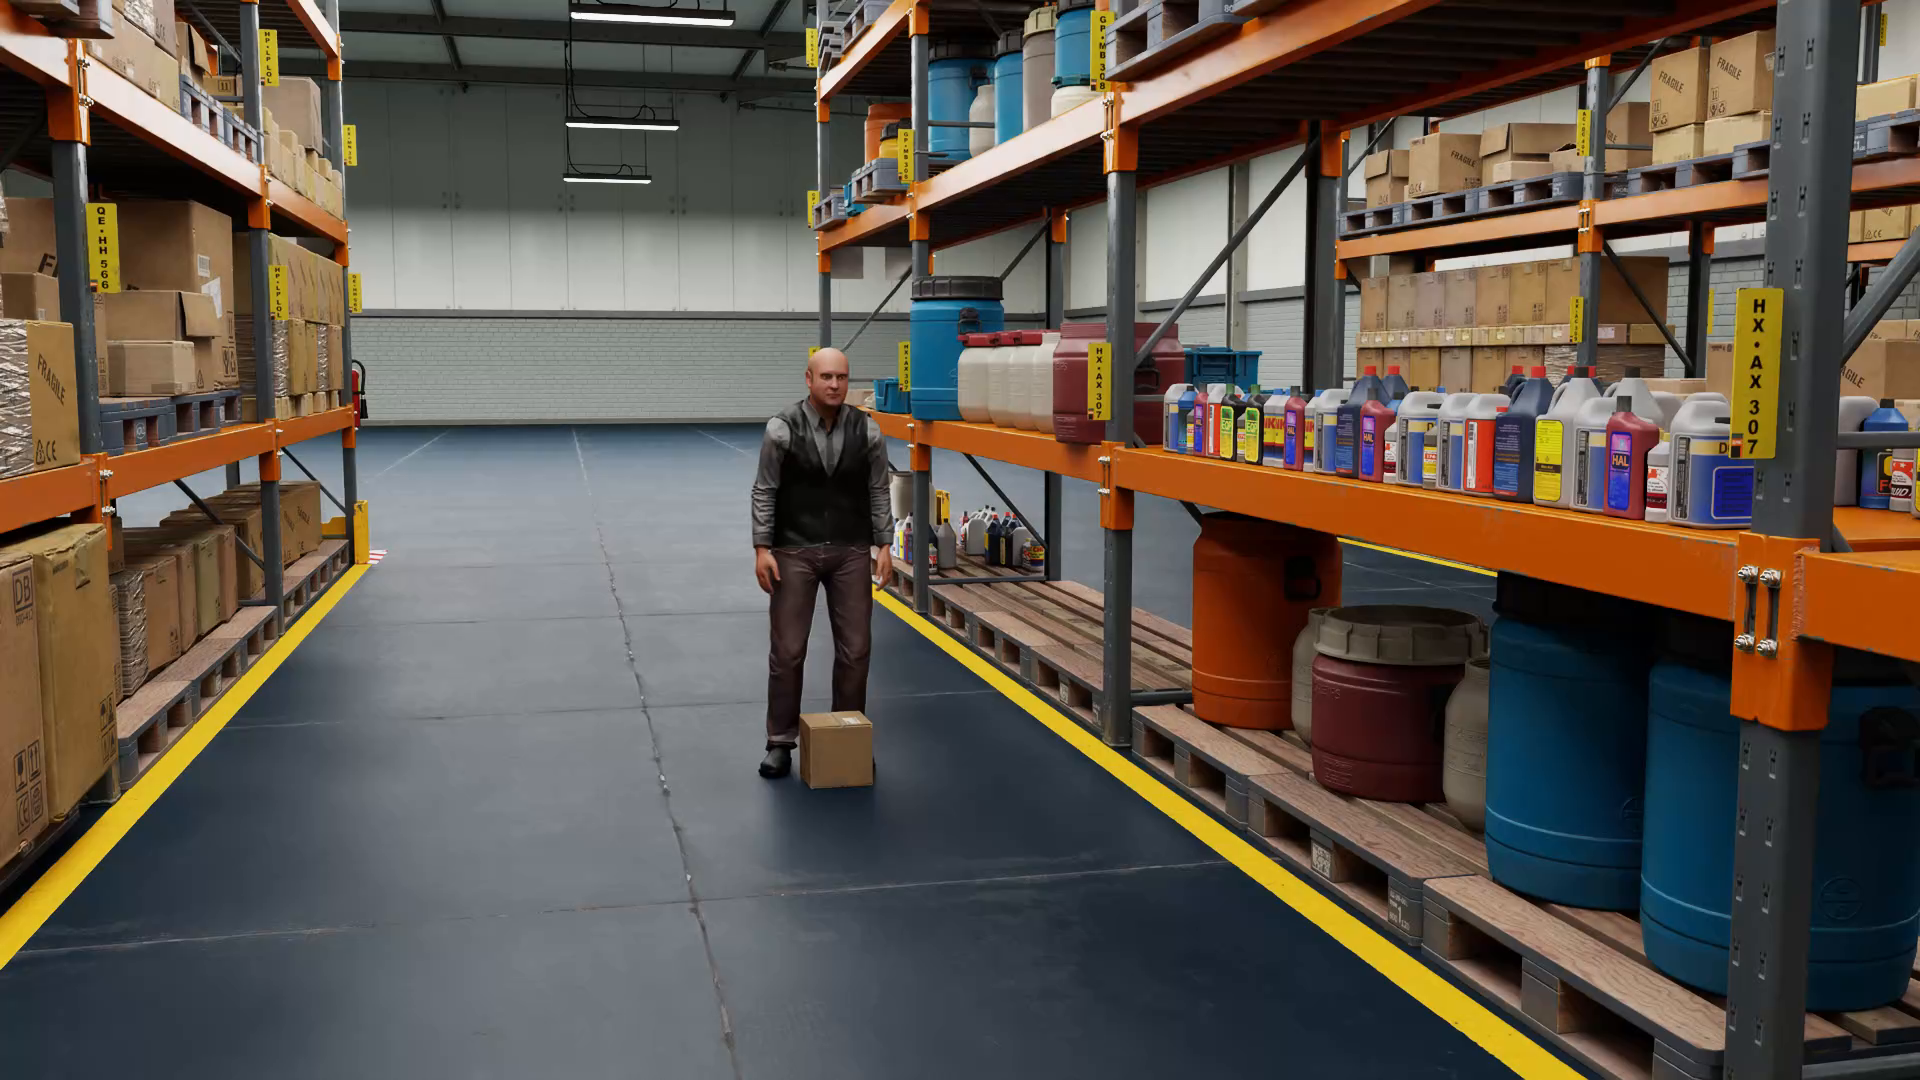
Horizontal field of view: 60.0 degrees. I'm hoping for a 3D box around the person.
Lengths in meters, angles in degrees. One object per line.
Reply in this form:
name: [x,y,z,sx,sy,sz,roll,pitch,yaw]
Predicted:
person: [-0.564,0.076,6.834,0.589,1.721,0.414,-2,6,-16]
